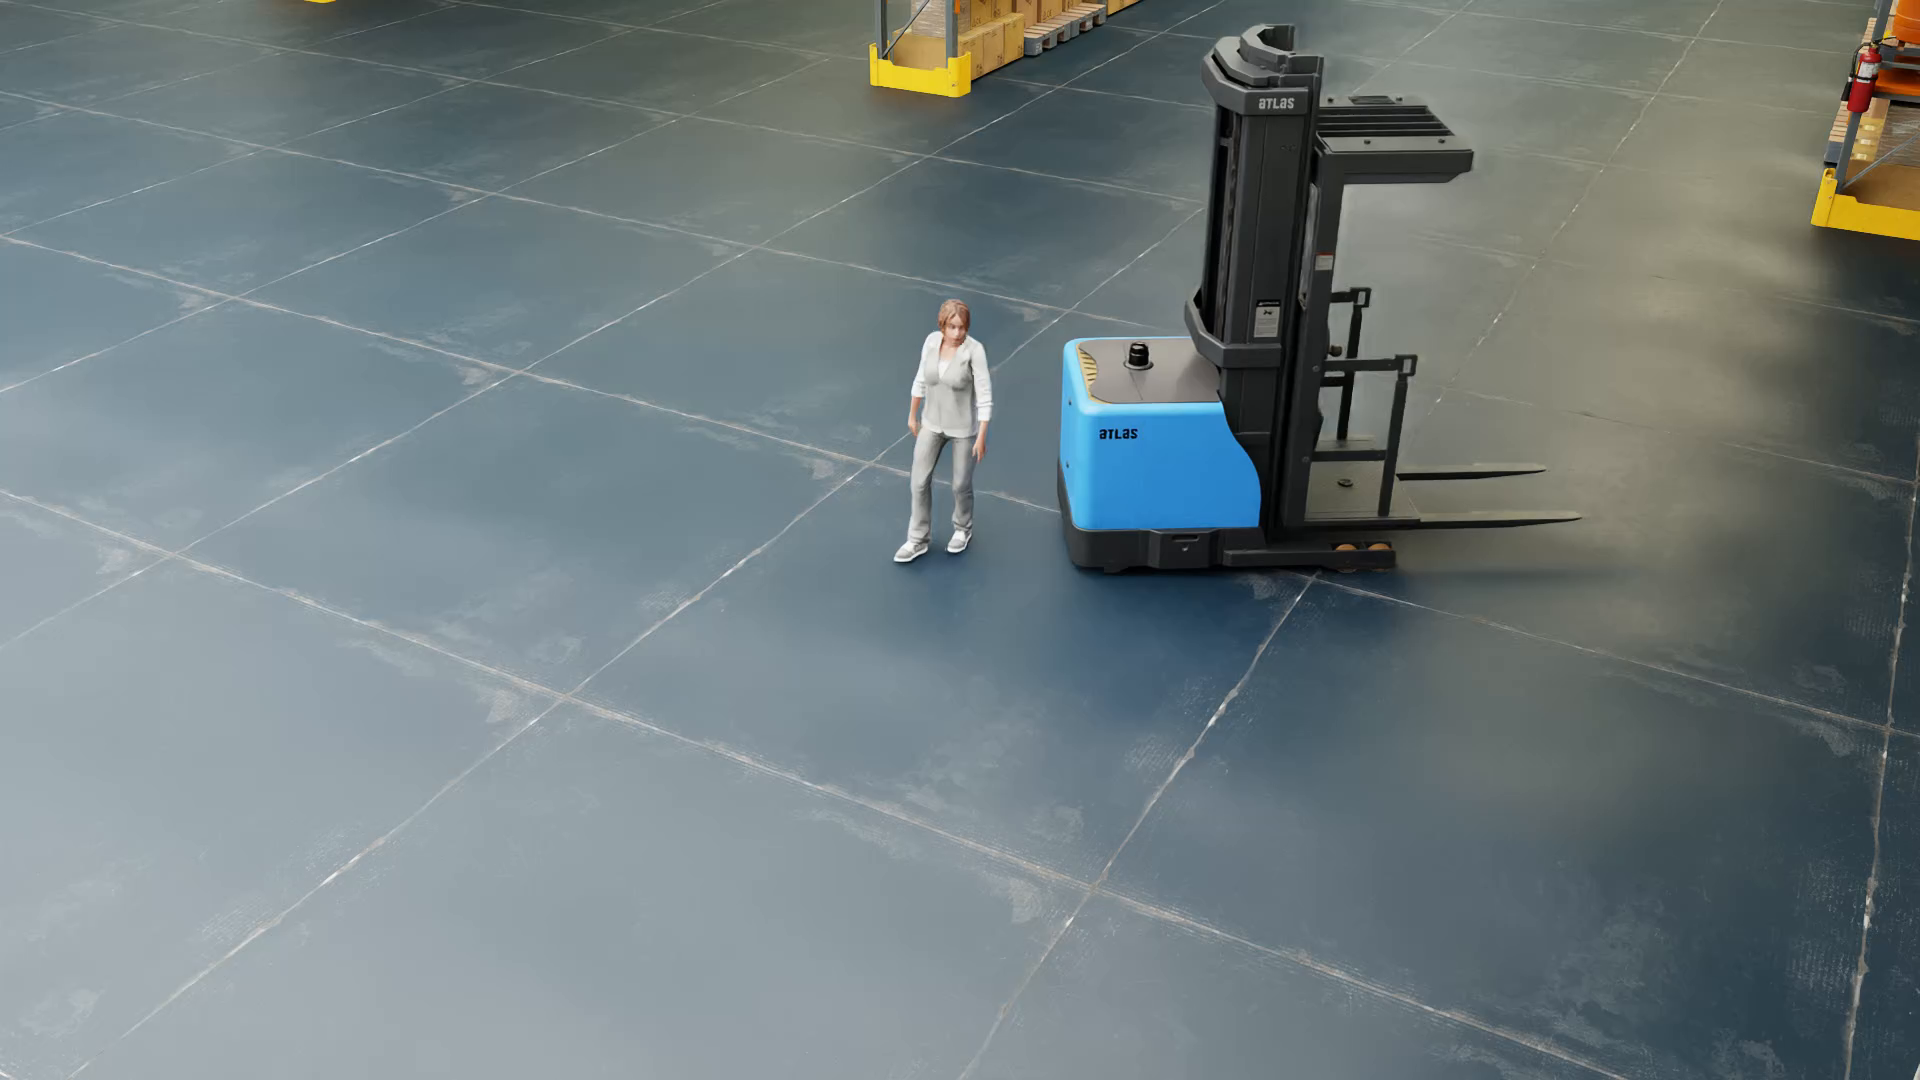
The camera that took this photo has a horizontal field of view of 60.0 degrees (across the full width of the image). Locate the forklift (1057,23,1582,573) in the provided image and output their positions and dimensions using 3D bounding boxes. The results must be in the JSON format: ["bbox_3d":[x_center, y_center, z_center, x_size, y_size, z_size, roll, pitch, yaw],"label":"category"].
[{"bbox_3d":[2.137,-1.341,9.394,3.031,2.935,1.130,-1,30,-2],"label":"forklift"}]

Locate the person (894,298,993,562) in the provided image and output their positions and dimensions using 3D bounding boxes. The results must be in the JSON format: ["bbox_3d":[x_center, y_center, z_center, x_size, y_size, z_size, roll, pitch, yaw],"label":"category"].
[{"bbox_3d":[-0.076,-0.608,9.482,0.552,1.578,0.543,11,32,19],"label":"person"}]
